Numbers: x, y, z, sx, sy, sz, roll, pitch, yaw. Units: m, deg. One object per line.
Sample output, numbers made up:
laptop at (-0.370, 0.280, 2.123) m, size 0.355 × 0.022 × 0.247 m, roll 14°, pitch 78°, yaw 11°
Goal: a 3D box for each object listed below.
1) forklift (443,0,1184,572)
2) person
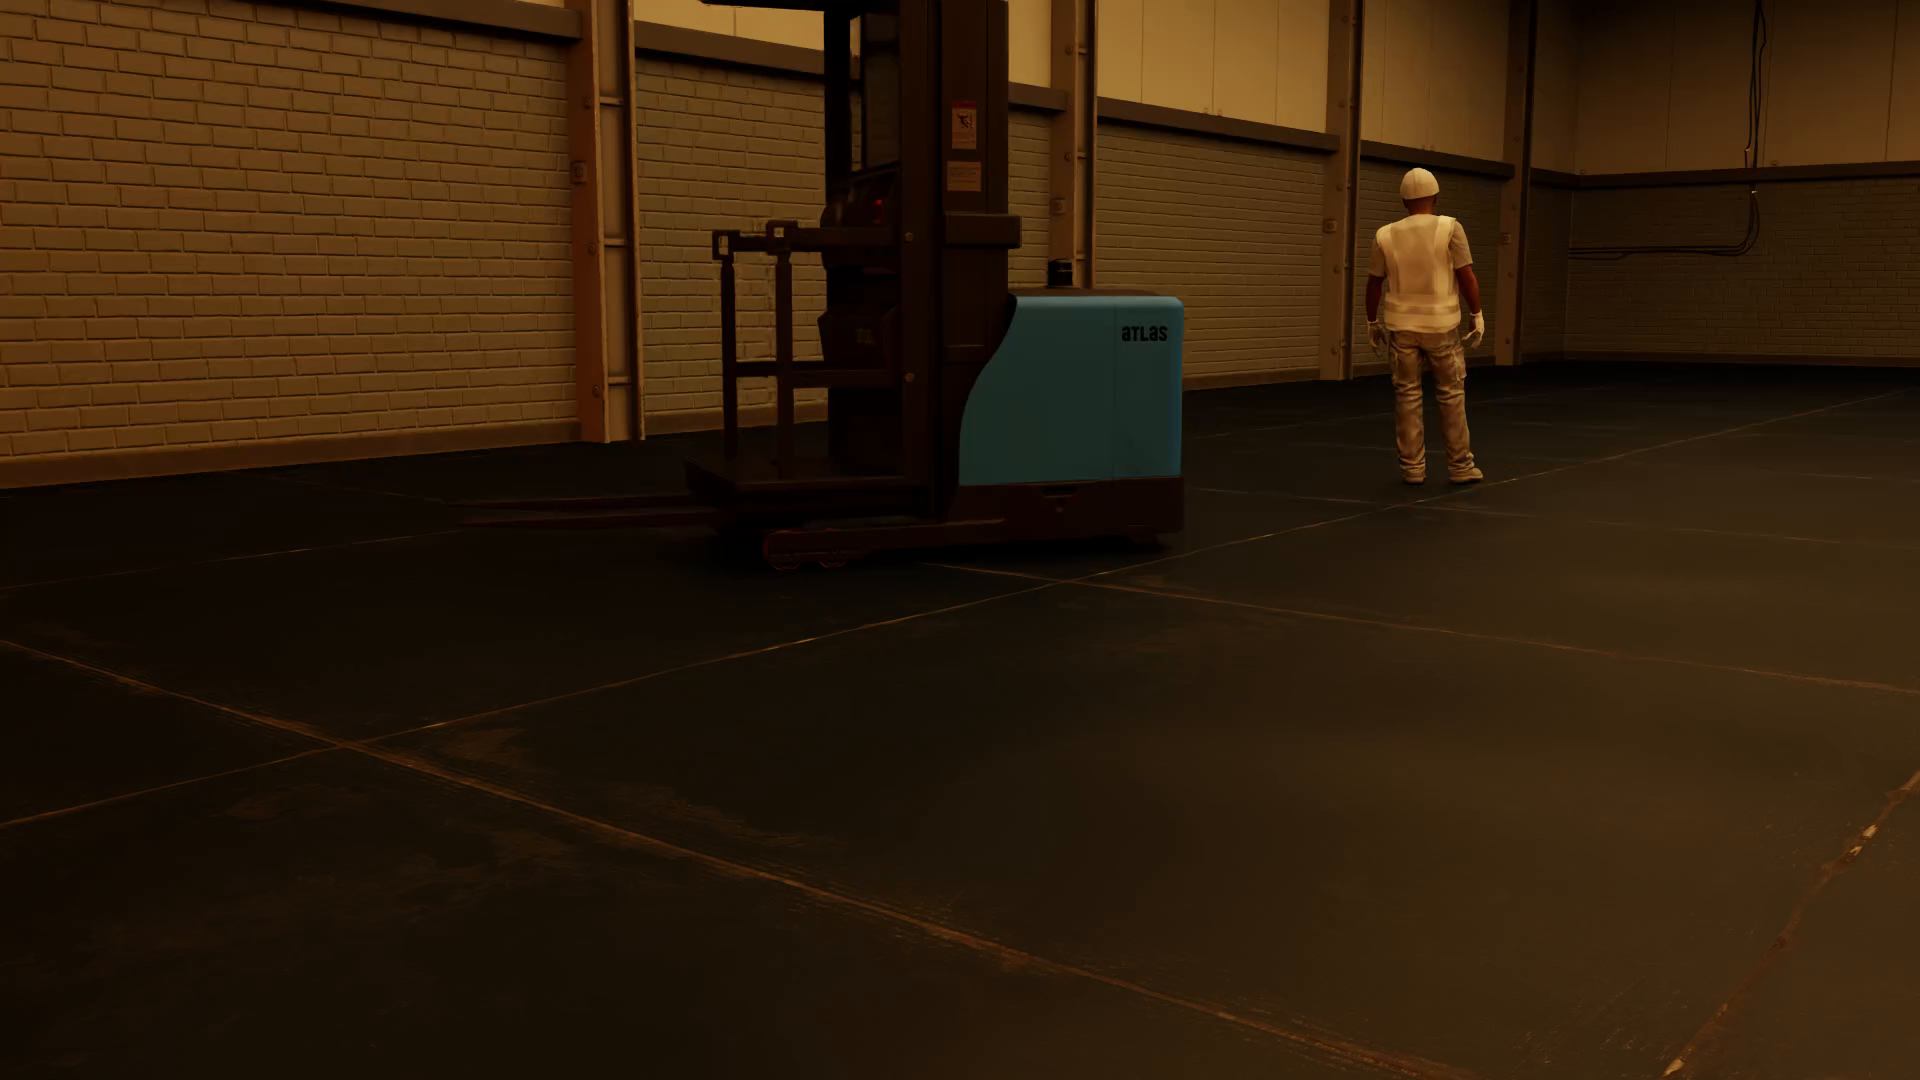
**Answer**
forklift at (-0.606, -1.411, 6.925) m, size 3.031 × 2.935 × 1.130 m, roll -3°, pitch 9°, yaw -20°
person at (2.683, -1.225, 9.568) m, size 0.657 × 1.784 × 0.576 m, roll 4°, pitch 9°, yaw 27°
